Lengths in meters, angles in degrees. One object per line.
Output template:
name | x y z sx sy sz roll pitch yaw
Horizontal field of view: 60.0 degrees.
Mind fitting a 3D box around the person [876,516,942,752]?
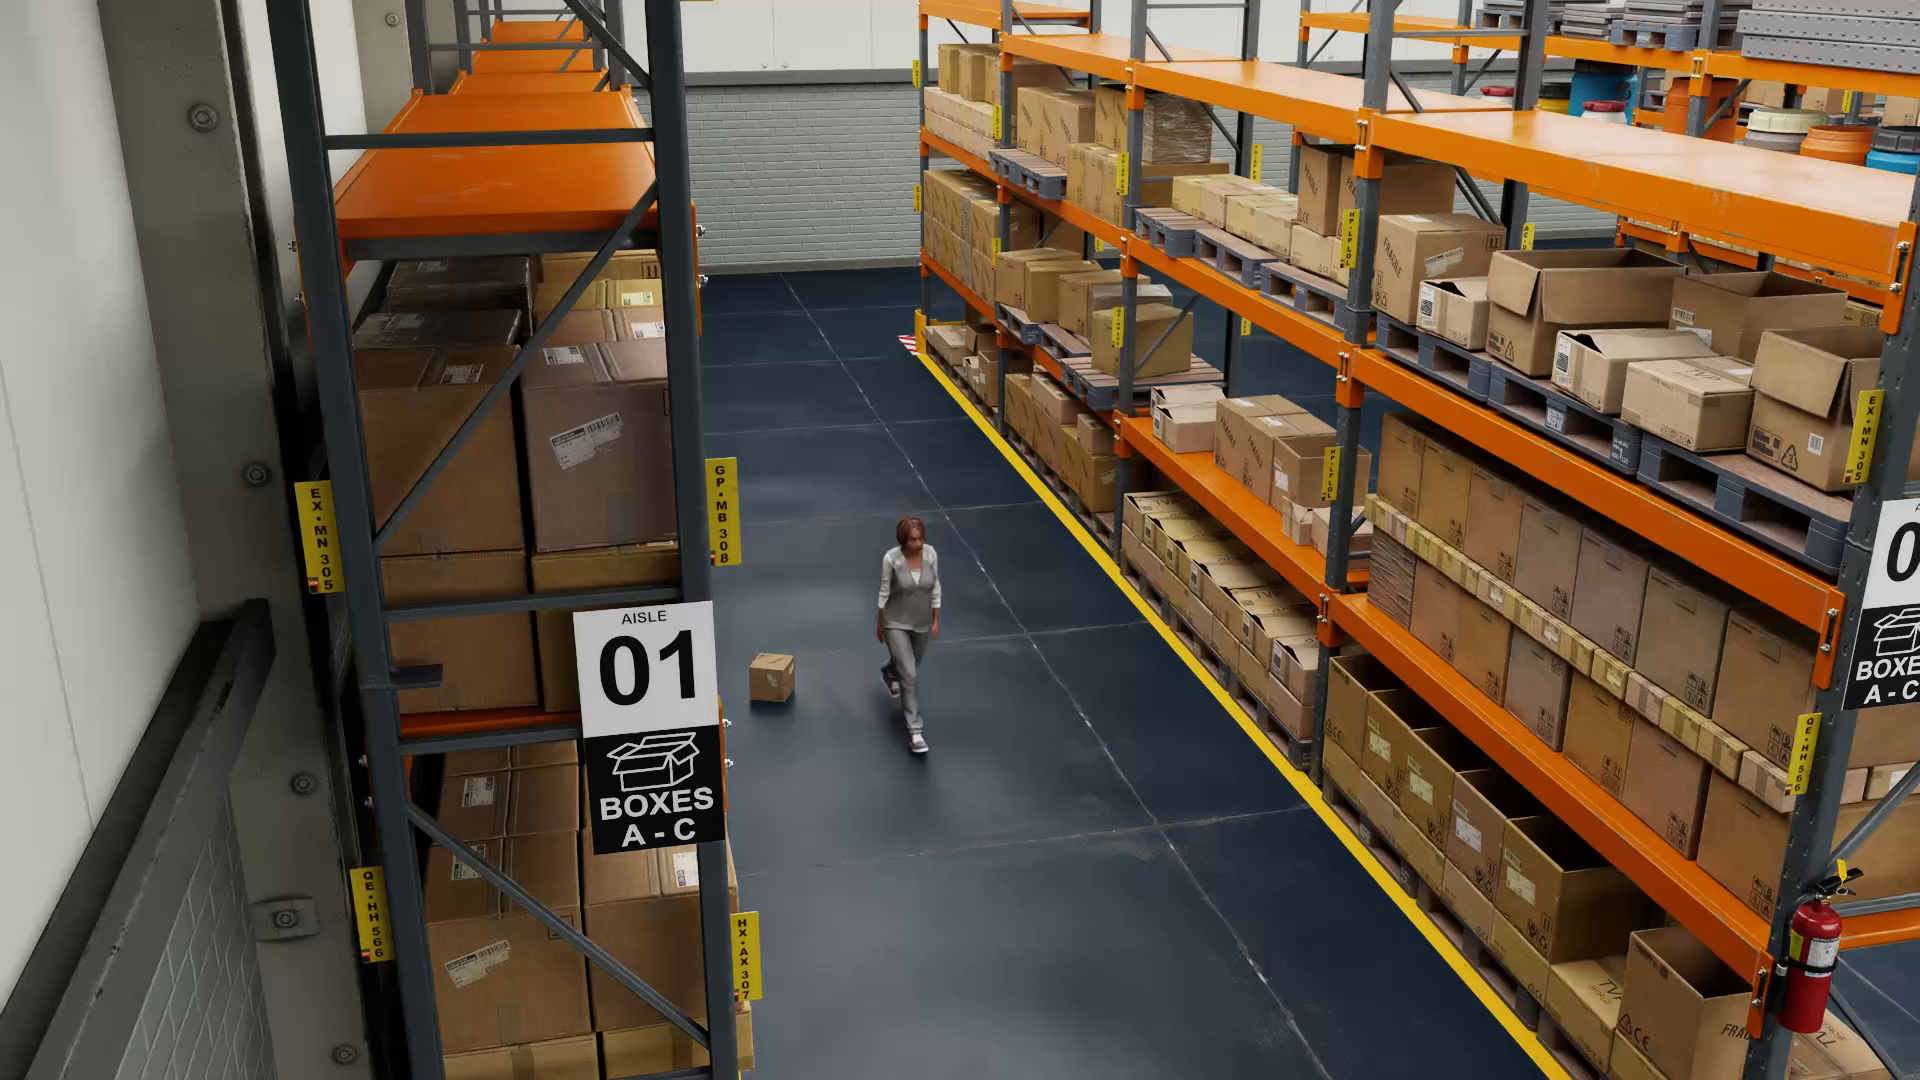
person | -0.347 0.521 10.928 0.417 1.534 0.980 -10 22 -25
